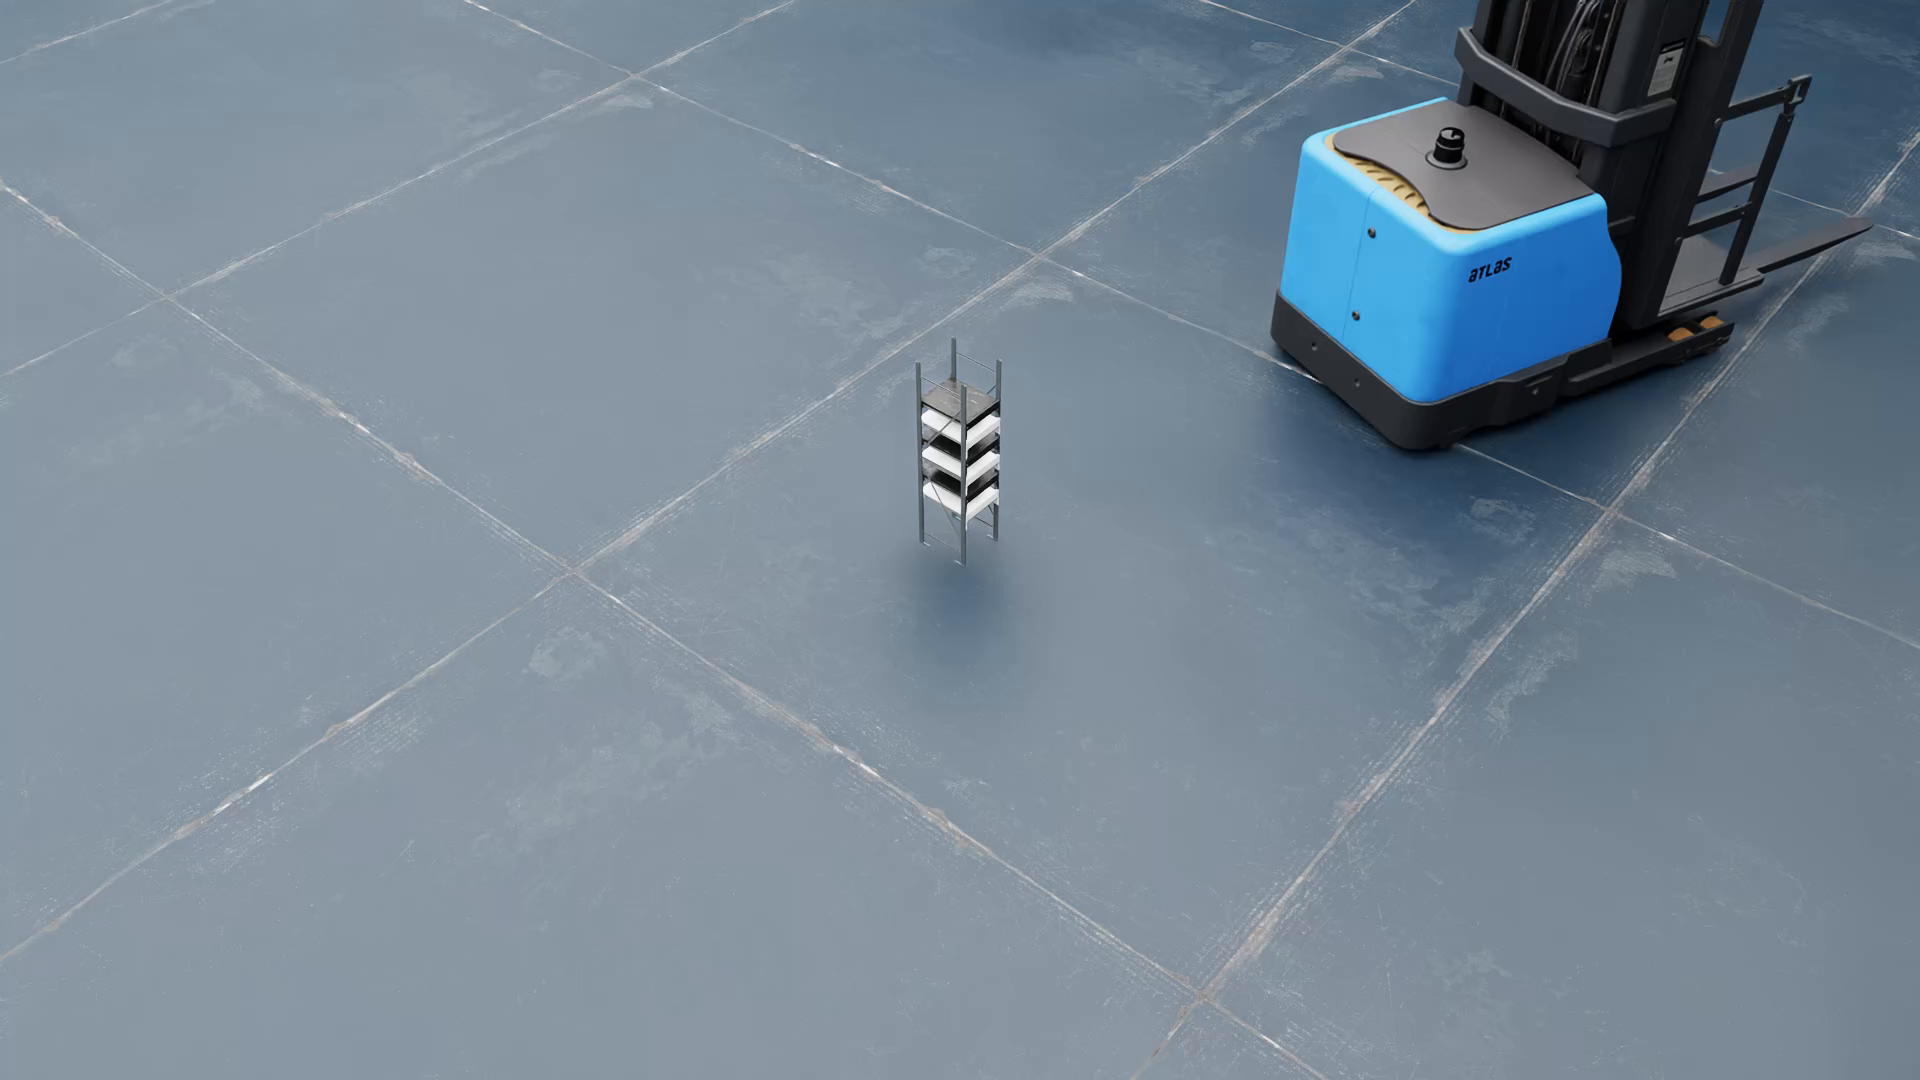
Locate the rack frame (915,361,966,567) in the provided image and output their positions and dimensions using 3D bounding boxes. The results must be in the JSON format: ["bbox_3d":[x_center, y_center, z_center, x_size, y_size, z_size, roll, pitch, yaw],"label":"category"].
[{"bbox_3d":[-0.071,-0.276,6.385,0.240,0.900,0.006,29,50,28],"label":"rack frame"}]

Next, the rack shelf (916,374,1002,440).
[{"bbox_3d":[-0.005,-0.504,6.283,0.258,0.077,0.200,29,50,28],"label":"rack shelf"}]

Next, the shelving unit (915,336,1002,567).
[{"bbox_3d":[-0.005,-0.329,6.443,0.258,0.900,0.210,29,50,28],"label":"shelving unit"}]

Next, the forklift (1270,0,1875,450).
[{"bbox_3d":[2.979,-2.183,6.972,3.031,2.935,1.130,-20,46,-21],"label":"forklift"}]

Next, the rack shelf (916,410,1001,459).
[{"bbox_3d":[-0.005,-0.437,6.344,0.258,0.077,0.200,29,50,28],"label":"rack shelf"}]

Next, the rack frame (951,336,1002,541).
[{"bbox_3d":[0.060,-0.381,6.500,0.240,0.900,0.006,29,50,28],"label":"rack frame"}]

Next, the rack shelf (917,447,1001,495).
[{"bbox_3d":[-0.005,-0.304,6.465,0.258,0.077,0.200,29,50,28],"label":"rack shelf"}]

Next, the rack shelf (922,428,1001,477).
[{"bbox_3d":[-0.005,-0.371,6.405,0.258,0.077,0.200,29,50,28],"label":"rack shelf"}]

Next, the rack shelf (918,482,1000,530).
[{"bbox_3d":[-0.005,-0.171,6.586,0.258,0.077,0.200,29,50,28],"label":"rack shelf"}]

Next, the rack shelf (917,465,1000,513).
[{"bbox_3d":[-0.005,-0.238,6.526,0.258,0.077,0.200,29,50,28],"label":"rack shelf"}]
